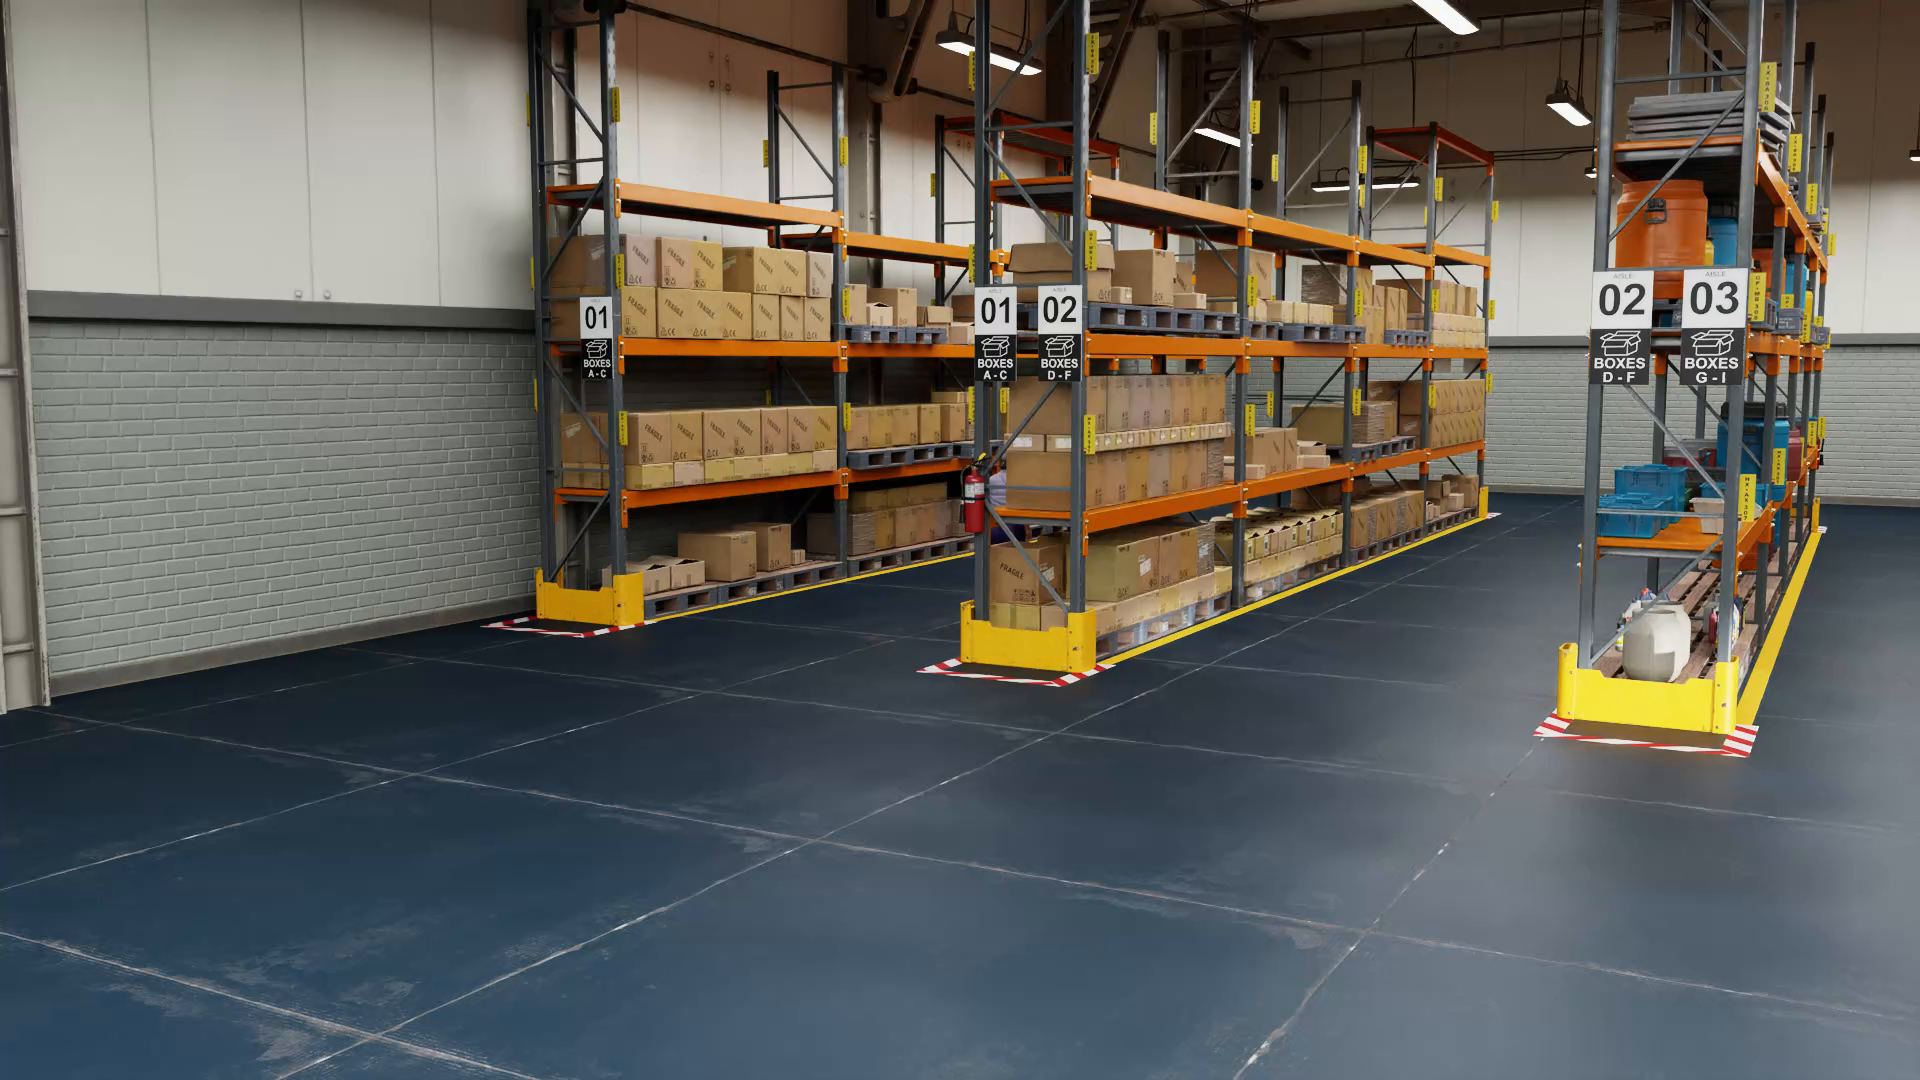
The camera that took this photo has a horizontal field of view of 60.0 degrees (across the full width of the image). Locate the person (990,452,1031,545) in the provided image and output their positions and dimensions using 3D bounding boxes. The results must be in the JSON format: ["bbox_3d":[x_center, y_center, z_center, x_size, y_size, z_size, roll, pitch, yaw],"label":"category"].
[{"bbox_3d":[0.489,-0.085,17.214,0.564,1.652,0.374,3,7,26],"label":"person"}]
